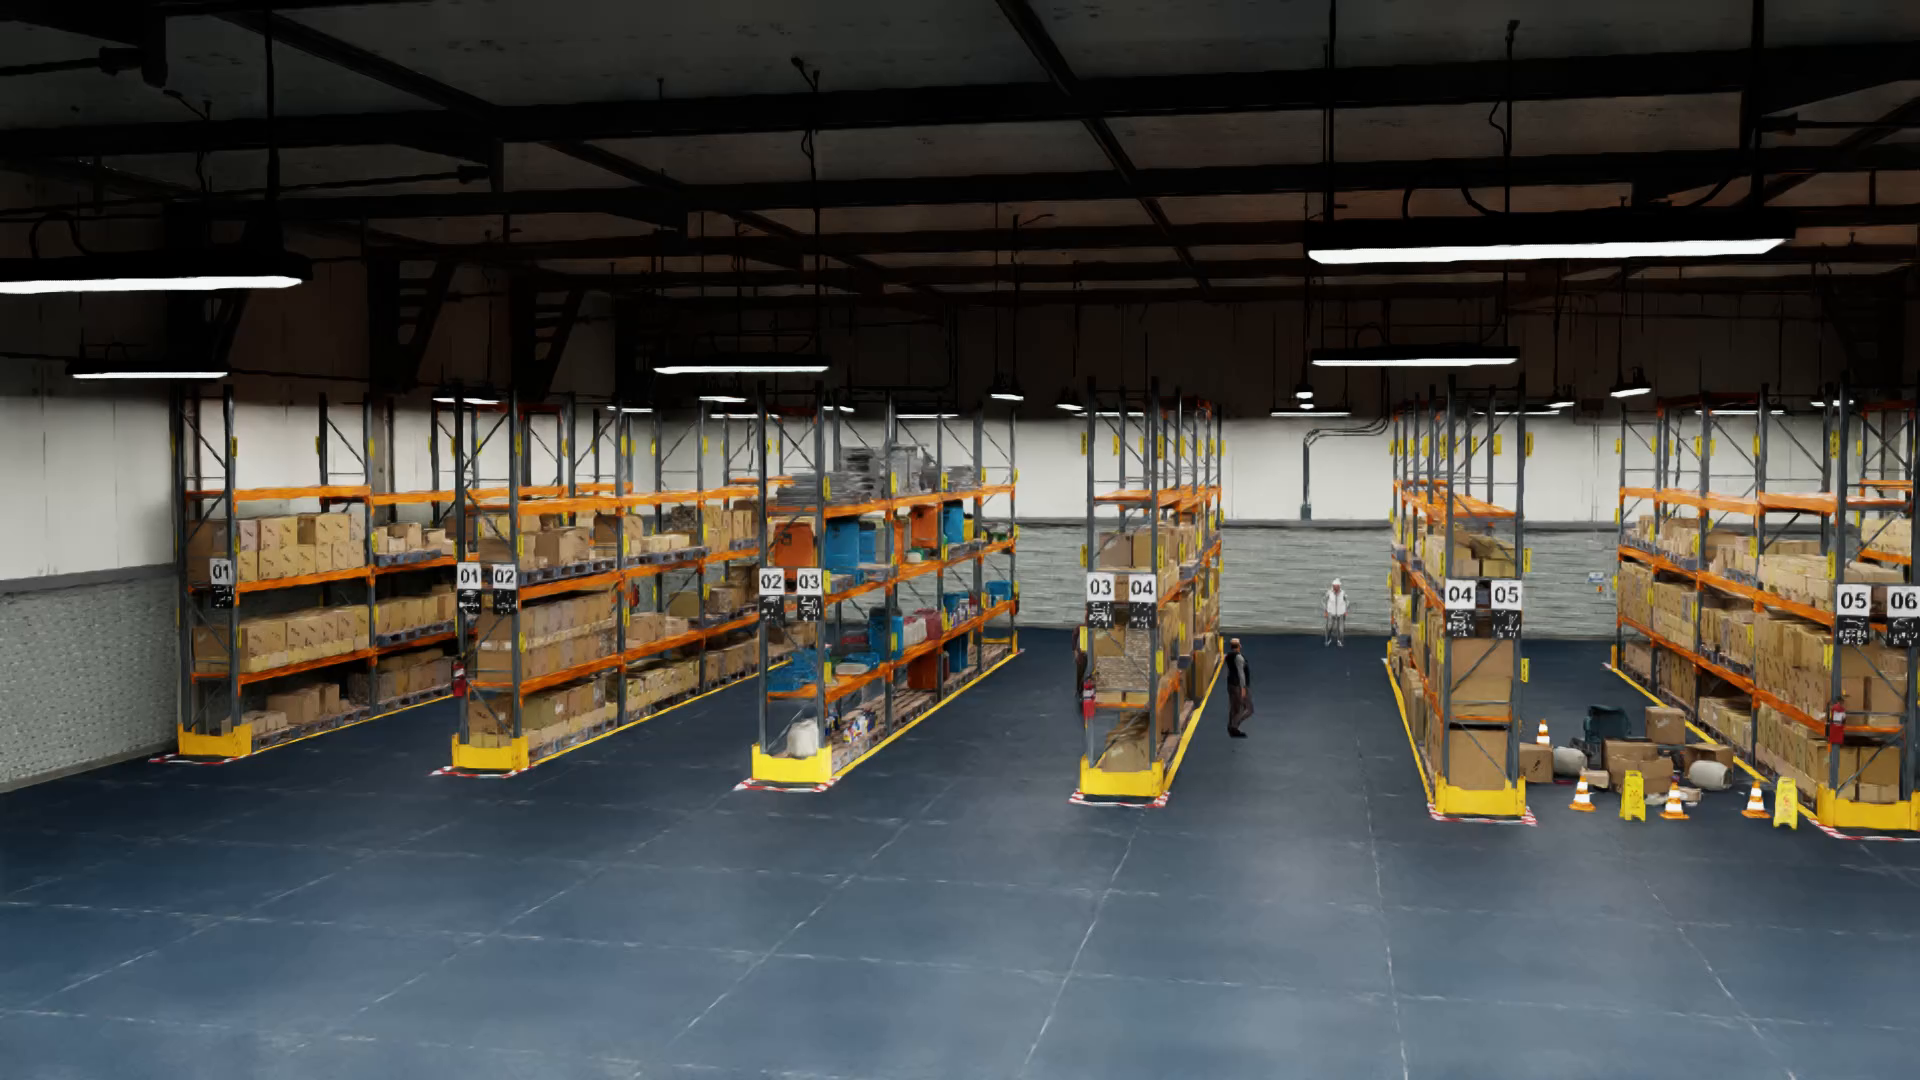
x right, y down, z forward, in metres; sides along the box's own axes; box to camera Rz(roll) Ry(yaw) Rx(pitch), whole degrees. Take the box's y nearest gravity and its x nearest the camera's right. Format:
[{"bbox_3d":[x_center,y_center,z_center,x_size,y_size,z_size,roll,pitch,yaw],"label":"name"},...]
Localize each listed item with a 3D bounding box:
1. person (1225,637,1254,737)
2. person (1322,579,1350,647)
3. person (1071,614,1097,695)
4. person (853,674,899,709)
[{"bbox_3d":[4.772,2.538,28.635,0.445,1.718,0.564,-1,3,-17],"label":"person"},{"bbox_3d":[9.416,1.817,41.655,0.677,1.726,0.574,1,3,10],"label":"person"},{"bbox_3d":[2.587,2.273,33.375,0.729,1.733,0.546,1,3,10],"label":"person"},{"bbox_3d":[-1.574,2.377,31.653,0.617,1.727,0.982,2,4,34],"label":"person"}]
